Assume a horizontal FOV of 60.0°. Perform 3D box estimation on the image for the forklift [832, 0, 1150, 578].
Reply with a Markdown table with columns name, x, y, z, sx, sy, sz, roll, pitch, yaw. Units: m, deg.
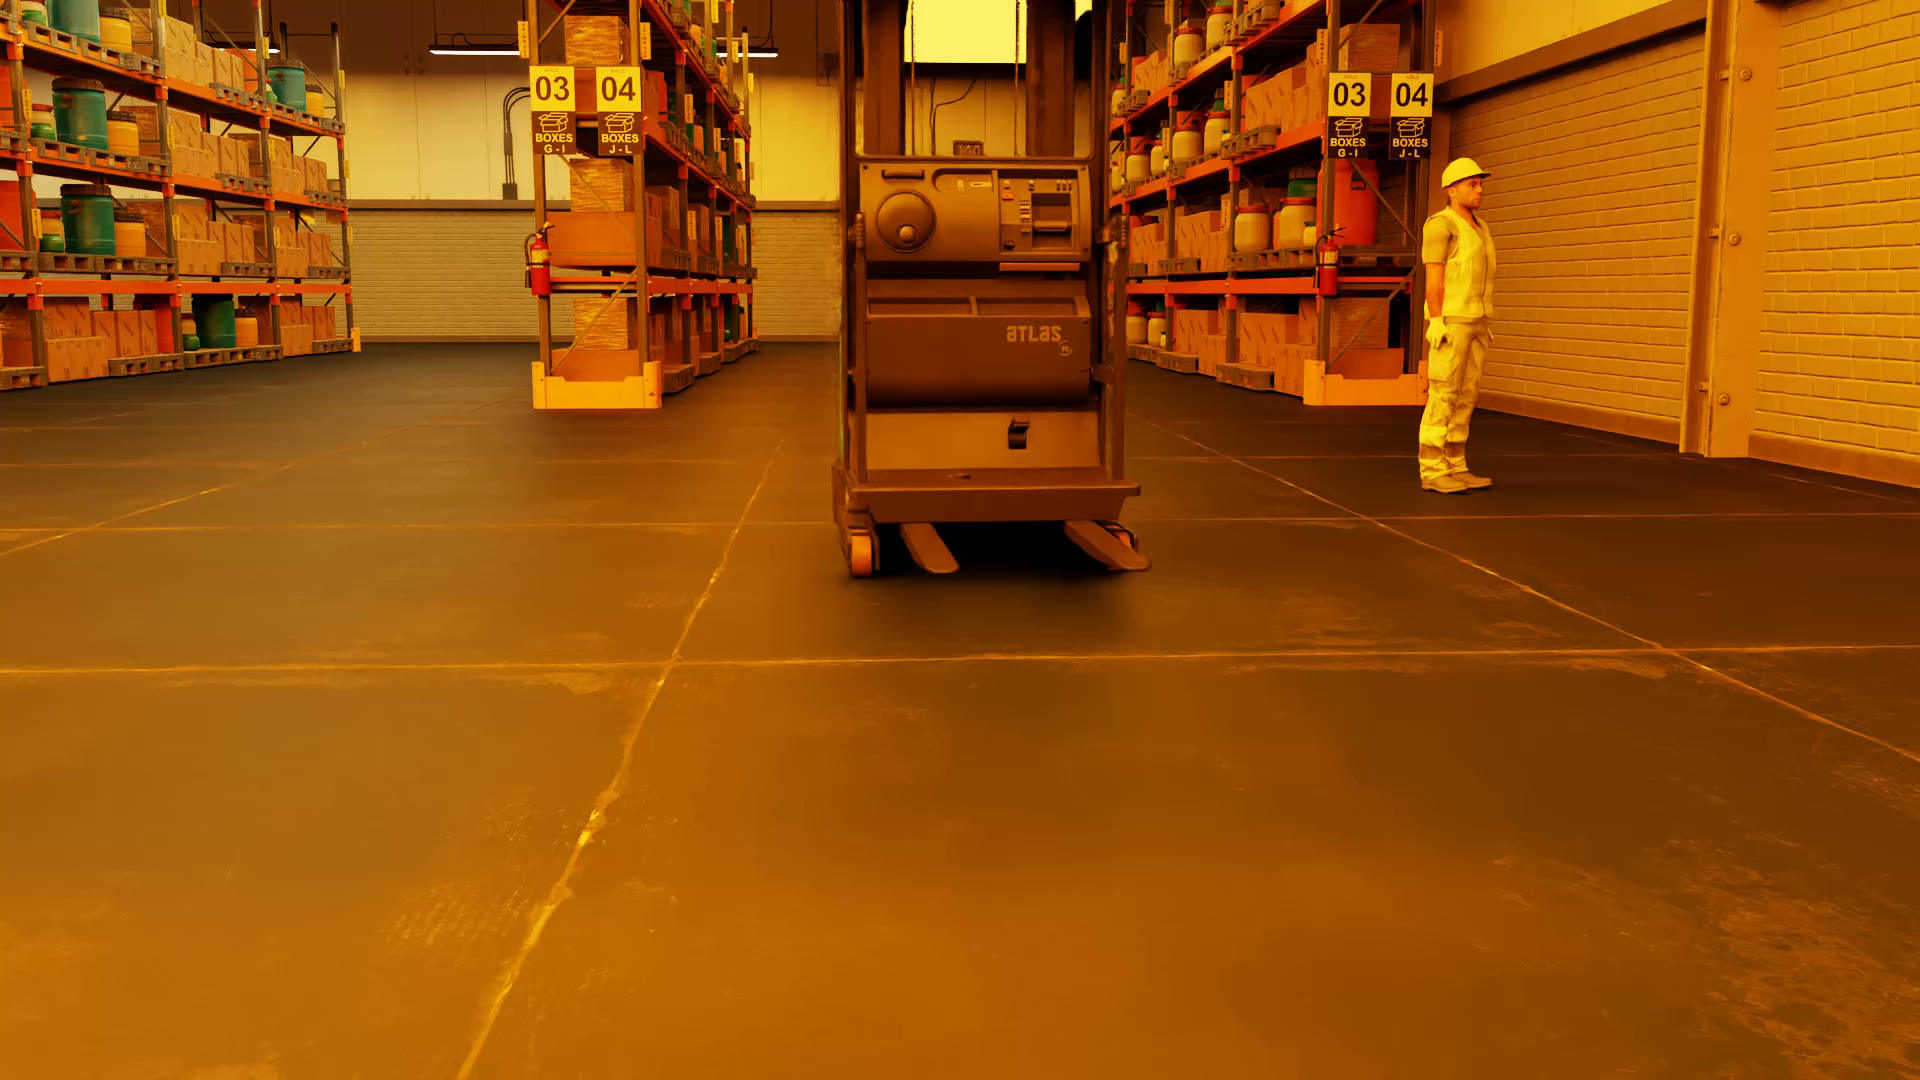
| name | x | y | z | sx | sy | sz | roll | pitch | yaw |
| --- | --- | --- | --- | --- | --- | --- | --- | --- | --- |
| forklift | 0.088 | -1.357 | 6.468 | 1.130 | 2.935 | 3.031 | -1 | 8 | -6 |

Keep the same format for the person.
| name | x | y | z | sx | sy | sz | roll | pitch | yaw |
| --- | --- | --- | --- | --- | --- | --- | --- | --- | --- |
| person | 2.735 | -1.166 | 9.068 | 0.546 | 1.795 | 0.352 | -8 | 12 | -44 |
